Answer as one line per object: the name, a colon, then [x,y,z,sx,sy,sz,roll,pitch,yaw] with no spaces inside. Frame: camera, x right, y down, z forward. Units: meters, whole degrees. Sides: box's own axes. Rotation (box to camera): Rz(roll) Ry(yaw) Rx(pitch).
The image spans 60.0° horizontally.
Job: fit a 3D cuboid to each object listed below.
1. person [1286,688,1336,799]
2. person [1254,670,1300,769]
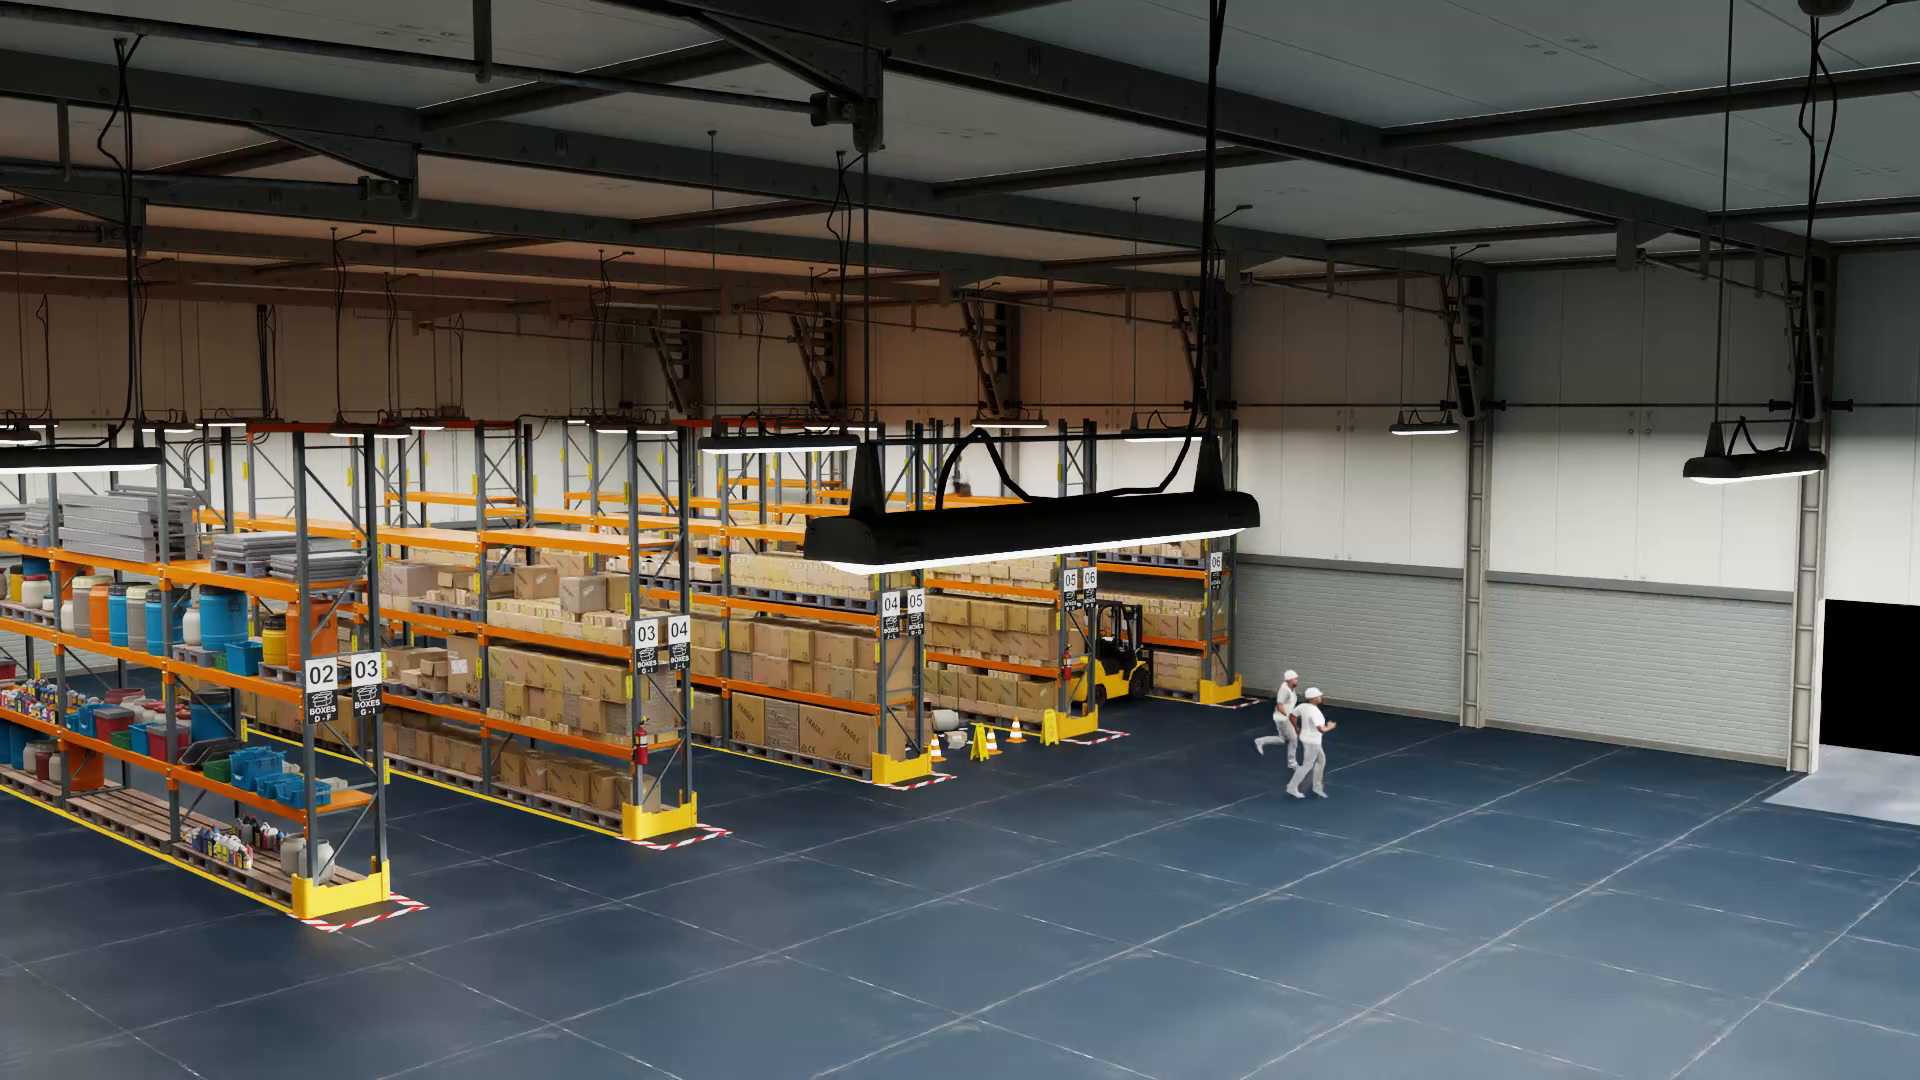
person: [5.605,3.272,26.598,0.787,1.834,0.720,0,5,-3]
person: [5.554,3.126,28.887,0.869,1.759,0.696,1,5,13]
